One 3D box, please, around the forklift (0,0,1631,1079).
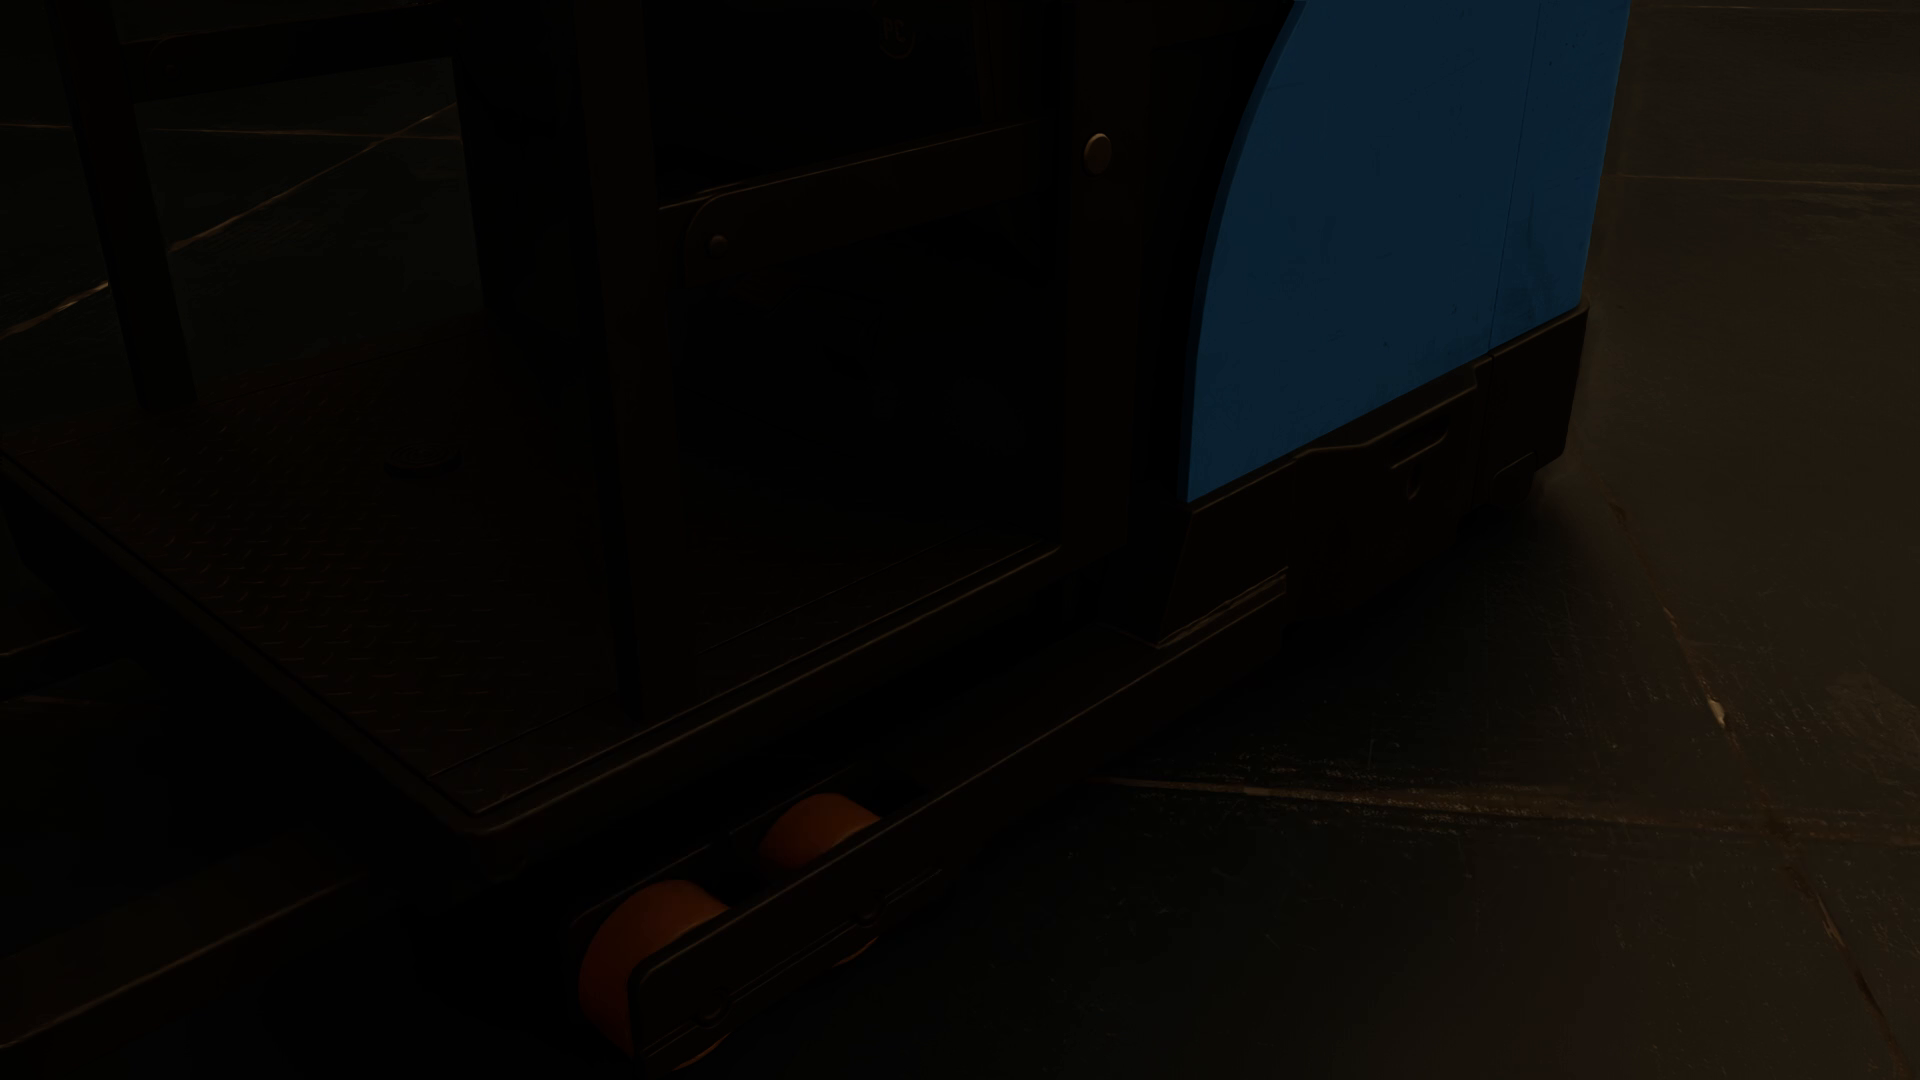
[{"bbox_3d":[-0.426,-1.087,1.395,1.130,2.935,3.031,23,35,39],"label":"forklift"}]
